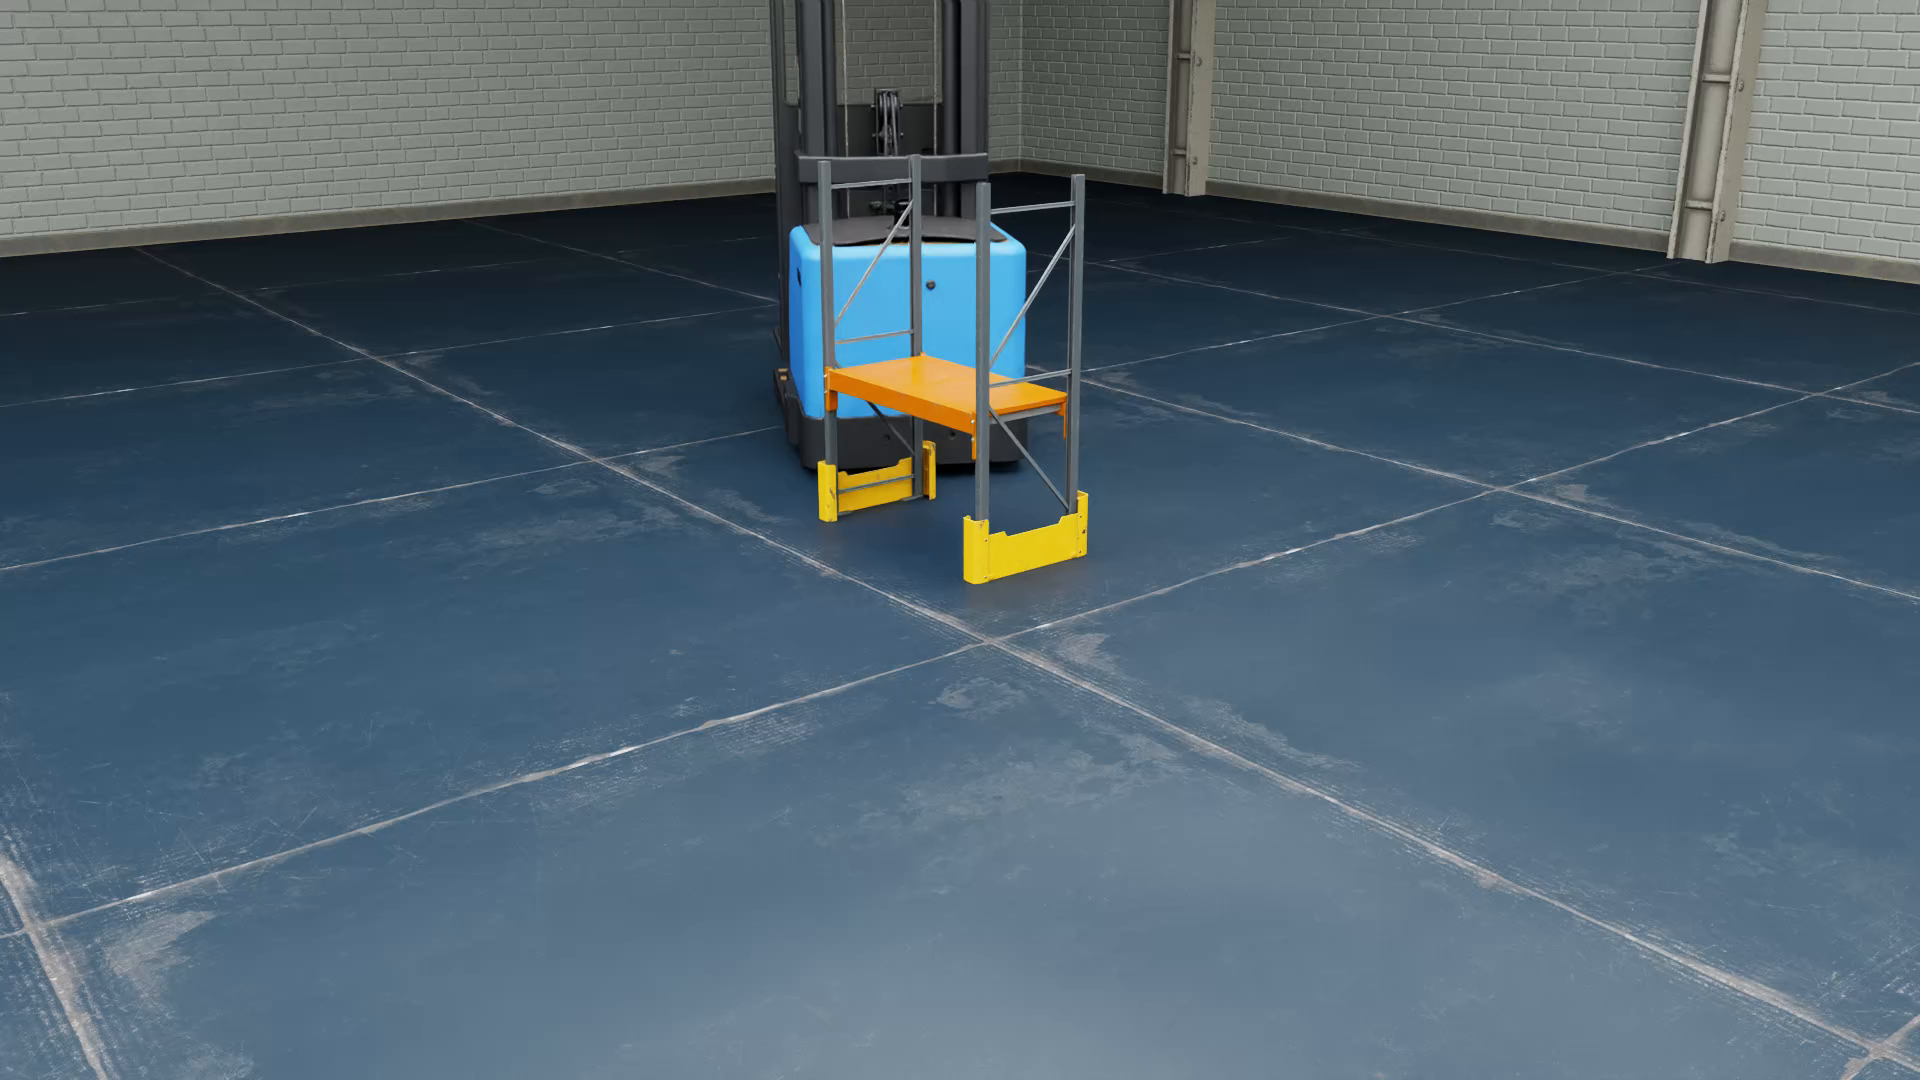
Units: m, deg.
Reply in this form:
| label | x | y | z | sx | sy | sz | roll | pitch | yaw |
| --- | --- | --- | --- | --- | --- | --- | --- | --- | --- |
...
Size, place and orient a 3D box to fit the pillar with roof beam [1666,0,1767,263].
| label | x | y | z | sx | sy | sz | roll | pitch | yaw |
| --- | --- | --- | --- | --- | --- | --- | --- | --- | --- |
| pillar with roof beam | 2.848 | -5.803 | 10.072 | 9.100 | 9.000 | 0.400 | -14 | 23 | -36 |

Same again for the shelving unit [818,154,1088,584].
| label | x | y | z | sx | sy | sz | roll | pitch | yaw |
| --- | --- | --- | --- | --- | --- | --- | --- | --- | --- |
| shelving unit | -0.047 | -0.731 | 6.683 | 0.587 | 1.500 | 1.083 | -14 | 23 | -36 |

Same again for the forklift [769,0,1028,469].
| label | x | y | z | sx | sy | sz | roll | pitch | yaw |
| --- | --- | --- | --- | --- | --- | --- | --- | --- | --- |
| forklift | -0.437 | -2.135 | 8.647 | 1.130 | 2.935 | 3.031 | -3 | 19 | -9 |

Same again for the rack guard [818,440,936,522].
| label | x | y | z | sx | sy | sz | roll | pitch | yaw |
| --- | --- | --- | --- | --- | --- | --- | --- | --- | --- |
| rack guard | -0.357 | -0.260 | 7.251 | 0.587 | 0.250 | 0.087 | -14 | 23 | -36 |

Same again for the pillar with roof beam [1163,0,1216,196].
| label | x | y | z | sx | sy | sz | roll | pitch | yaw |
| --- | --- | --- | --- | --- | --- | --- | --- | --- | --- |
| pillar with roof beam | -0.877 | -7.282 | 14.537 | 9.100 | 9.000 | 0.400 | -14 | 23 | -36 |

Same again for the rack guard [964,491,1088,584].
| label | x | y | z | sx | sy | sz | roll | pitch | yaw |
| --- | --- | --- | --- | --- | --- | --- | --- | --- | --- |
| rack guard | 0.262 | -0.015 | 6.509 | 0.587 | 0.250 | 0.087 | -14 | 23 | -36 |

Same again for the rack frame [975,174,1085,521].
| label | x | y | z | sx | sy | sz | roll | pitch | yaw |
| --- | --- | --- | --- | --- | --- | --- | --- | --- | --- |
| rack frame | 0.263 | -0.608 | 6.312 | 0.500 | 1.500 | 0.032 | -14 | 23 | -36 |

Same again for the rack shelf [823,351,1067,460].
| label | x | y | z | sx | sy | sz | roll | pitch | yaw |
| --- | --- | --- | --- | --- | --- | --- | --- | --- | --- |
| rack shelf | -0.053 | -0.562 | 6.747 | 0.538 | 0.185 | 1.000 | -14 | 23 | -36 |

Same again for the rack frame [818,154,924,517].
| label | x | y | z | sx | sy | sz | roll | pitch | yaw |
| --- | --- | --- | --- | --- | --- | --- | --- | --- | --- |
| rack frame | -0.369 | -0.858 | 7.069 | 0.500 | 1.500 | 0.032 | -14 | 23 | -36 |
